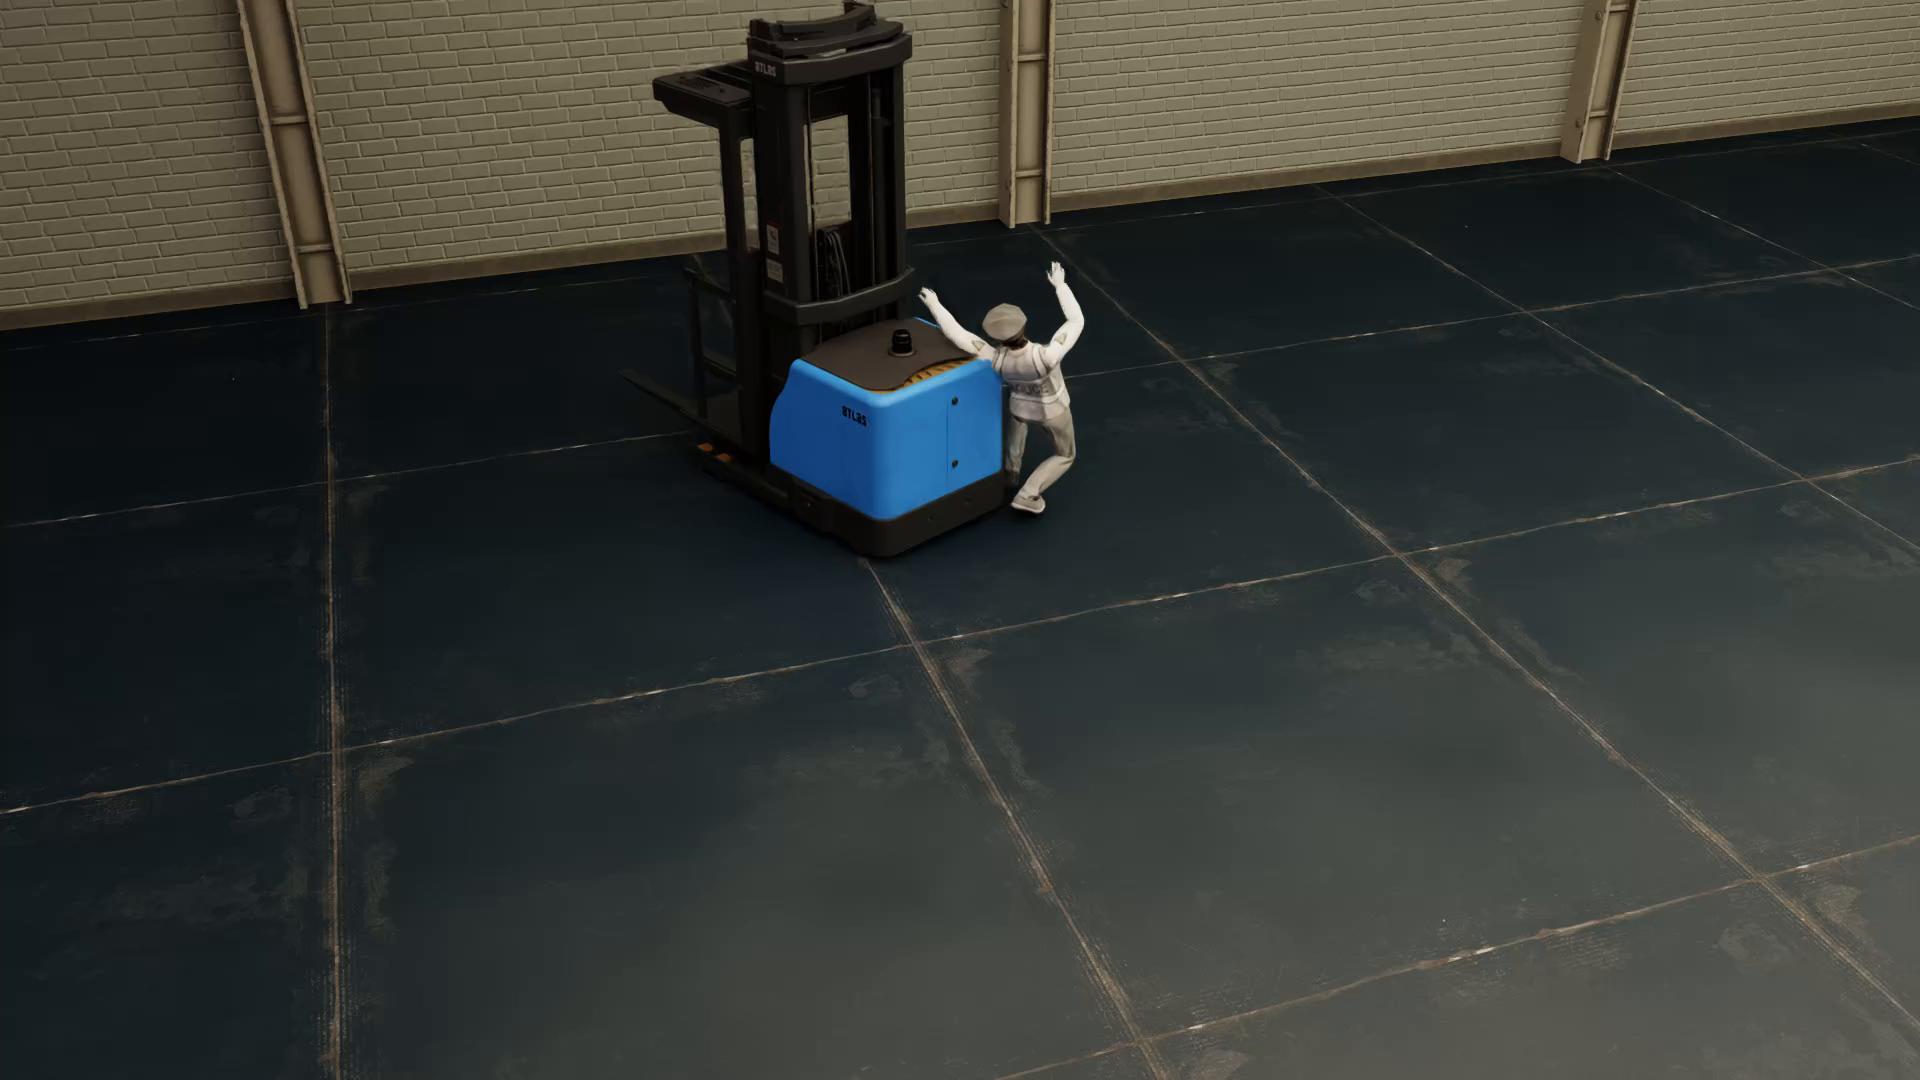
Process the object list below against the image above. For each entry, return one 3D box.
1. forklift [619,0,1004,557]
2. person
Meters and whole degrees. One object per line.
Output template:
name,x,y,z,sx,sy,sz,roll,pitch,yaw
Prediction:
forklift,-1.105,-1.816,10.244,1.130,2.935,3.031,-25,38,-37
person,0.259,-0.933,10.115,1.005,1.565,0.818,14,33,22
